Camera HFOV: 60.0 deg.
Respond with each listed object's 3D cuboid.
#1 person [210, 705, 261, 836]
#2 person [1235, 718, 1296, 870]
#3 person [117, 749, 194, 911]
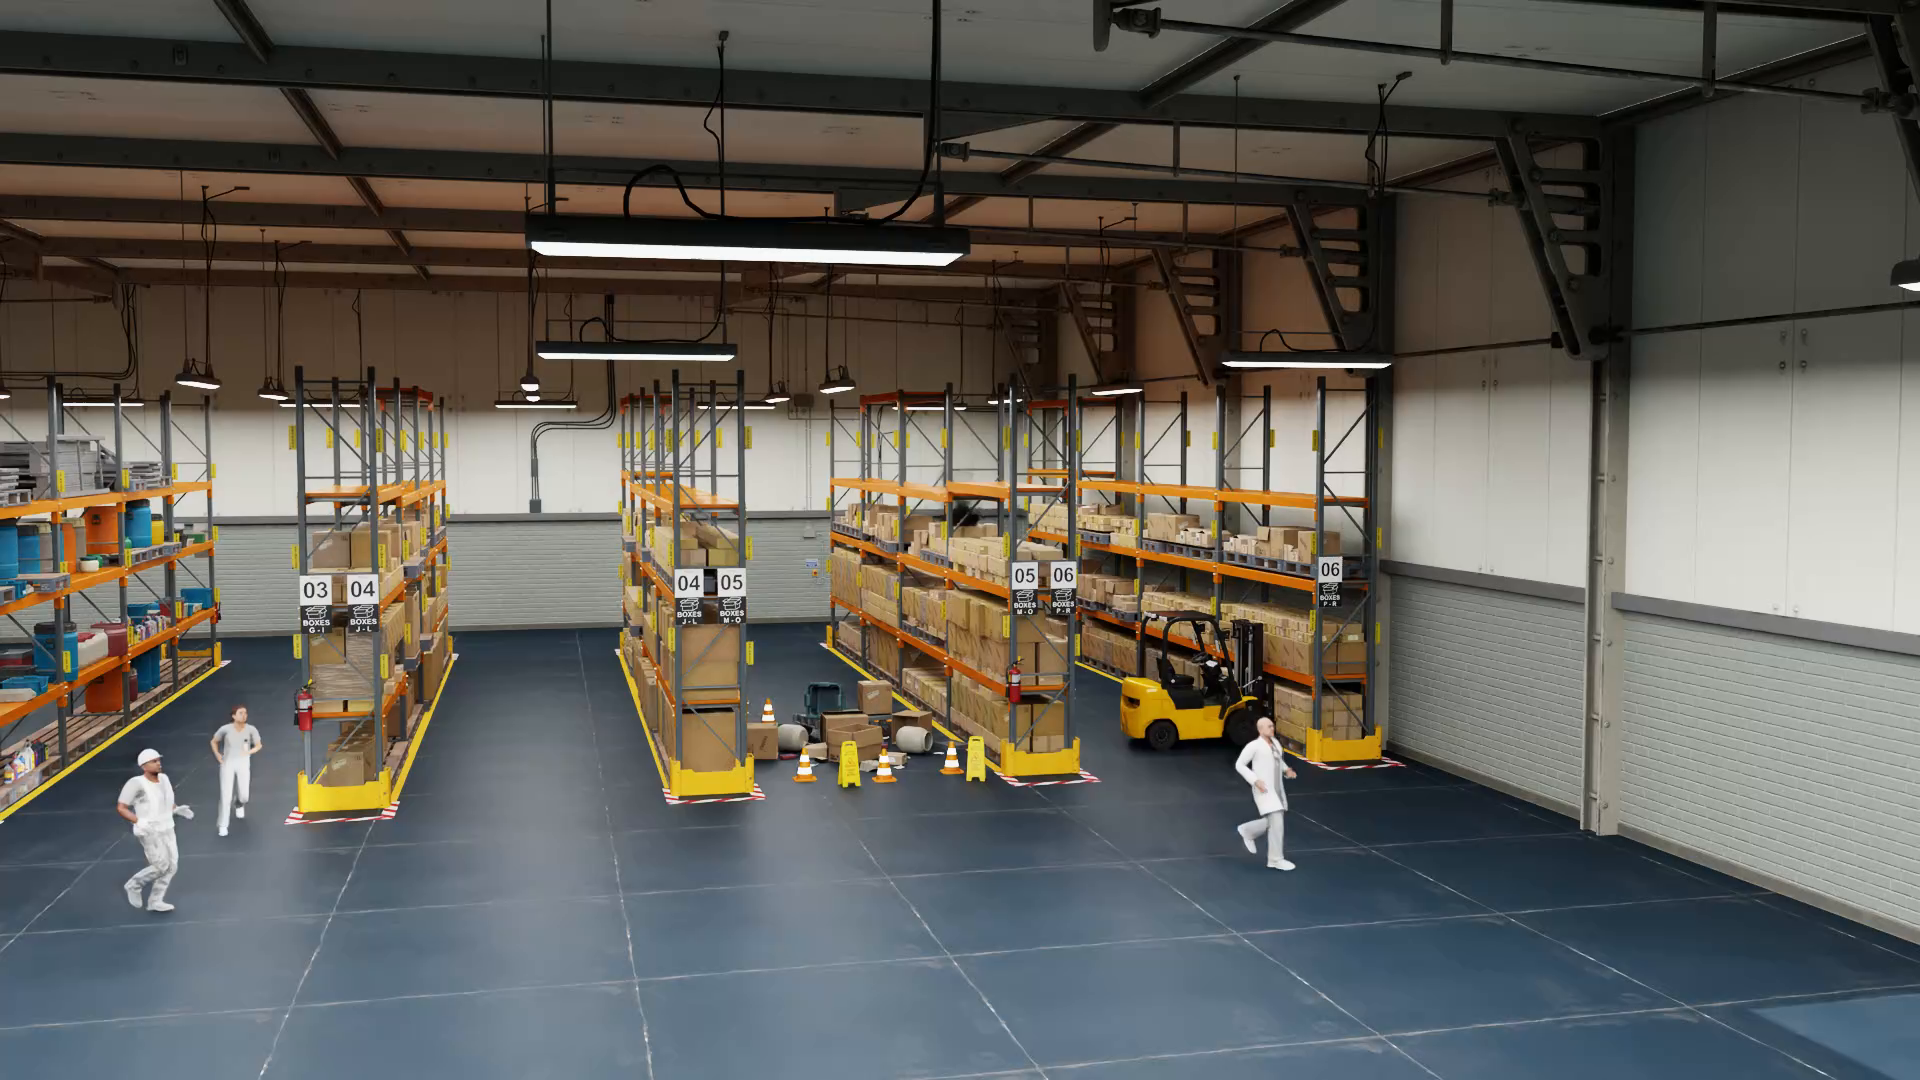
[{"bbox_3d":[-9.347,2.934,21.498,0.596,1.628,0.769,-2,4,-30],"label":"person"},{"bbox_3d":[3.588,2.961,19.568,0.717,1.745,0.896,-3,5,-42],"label":"person"},{"bbox_3d":[-8.522,3.079,17.624,0.612,1.735,0.678,1,3,13],"label":"person"}]
